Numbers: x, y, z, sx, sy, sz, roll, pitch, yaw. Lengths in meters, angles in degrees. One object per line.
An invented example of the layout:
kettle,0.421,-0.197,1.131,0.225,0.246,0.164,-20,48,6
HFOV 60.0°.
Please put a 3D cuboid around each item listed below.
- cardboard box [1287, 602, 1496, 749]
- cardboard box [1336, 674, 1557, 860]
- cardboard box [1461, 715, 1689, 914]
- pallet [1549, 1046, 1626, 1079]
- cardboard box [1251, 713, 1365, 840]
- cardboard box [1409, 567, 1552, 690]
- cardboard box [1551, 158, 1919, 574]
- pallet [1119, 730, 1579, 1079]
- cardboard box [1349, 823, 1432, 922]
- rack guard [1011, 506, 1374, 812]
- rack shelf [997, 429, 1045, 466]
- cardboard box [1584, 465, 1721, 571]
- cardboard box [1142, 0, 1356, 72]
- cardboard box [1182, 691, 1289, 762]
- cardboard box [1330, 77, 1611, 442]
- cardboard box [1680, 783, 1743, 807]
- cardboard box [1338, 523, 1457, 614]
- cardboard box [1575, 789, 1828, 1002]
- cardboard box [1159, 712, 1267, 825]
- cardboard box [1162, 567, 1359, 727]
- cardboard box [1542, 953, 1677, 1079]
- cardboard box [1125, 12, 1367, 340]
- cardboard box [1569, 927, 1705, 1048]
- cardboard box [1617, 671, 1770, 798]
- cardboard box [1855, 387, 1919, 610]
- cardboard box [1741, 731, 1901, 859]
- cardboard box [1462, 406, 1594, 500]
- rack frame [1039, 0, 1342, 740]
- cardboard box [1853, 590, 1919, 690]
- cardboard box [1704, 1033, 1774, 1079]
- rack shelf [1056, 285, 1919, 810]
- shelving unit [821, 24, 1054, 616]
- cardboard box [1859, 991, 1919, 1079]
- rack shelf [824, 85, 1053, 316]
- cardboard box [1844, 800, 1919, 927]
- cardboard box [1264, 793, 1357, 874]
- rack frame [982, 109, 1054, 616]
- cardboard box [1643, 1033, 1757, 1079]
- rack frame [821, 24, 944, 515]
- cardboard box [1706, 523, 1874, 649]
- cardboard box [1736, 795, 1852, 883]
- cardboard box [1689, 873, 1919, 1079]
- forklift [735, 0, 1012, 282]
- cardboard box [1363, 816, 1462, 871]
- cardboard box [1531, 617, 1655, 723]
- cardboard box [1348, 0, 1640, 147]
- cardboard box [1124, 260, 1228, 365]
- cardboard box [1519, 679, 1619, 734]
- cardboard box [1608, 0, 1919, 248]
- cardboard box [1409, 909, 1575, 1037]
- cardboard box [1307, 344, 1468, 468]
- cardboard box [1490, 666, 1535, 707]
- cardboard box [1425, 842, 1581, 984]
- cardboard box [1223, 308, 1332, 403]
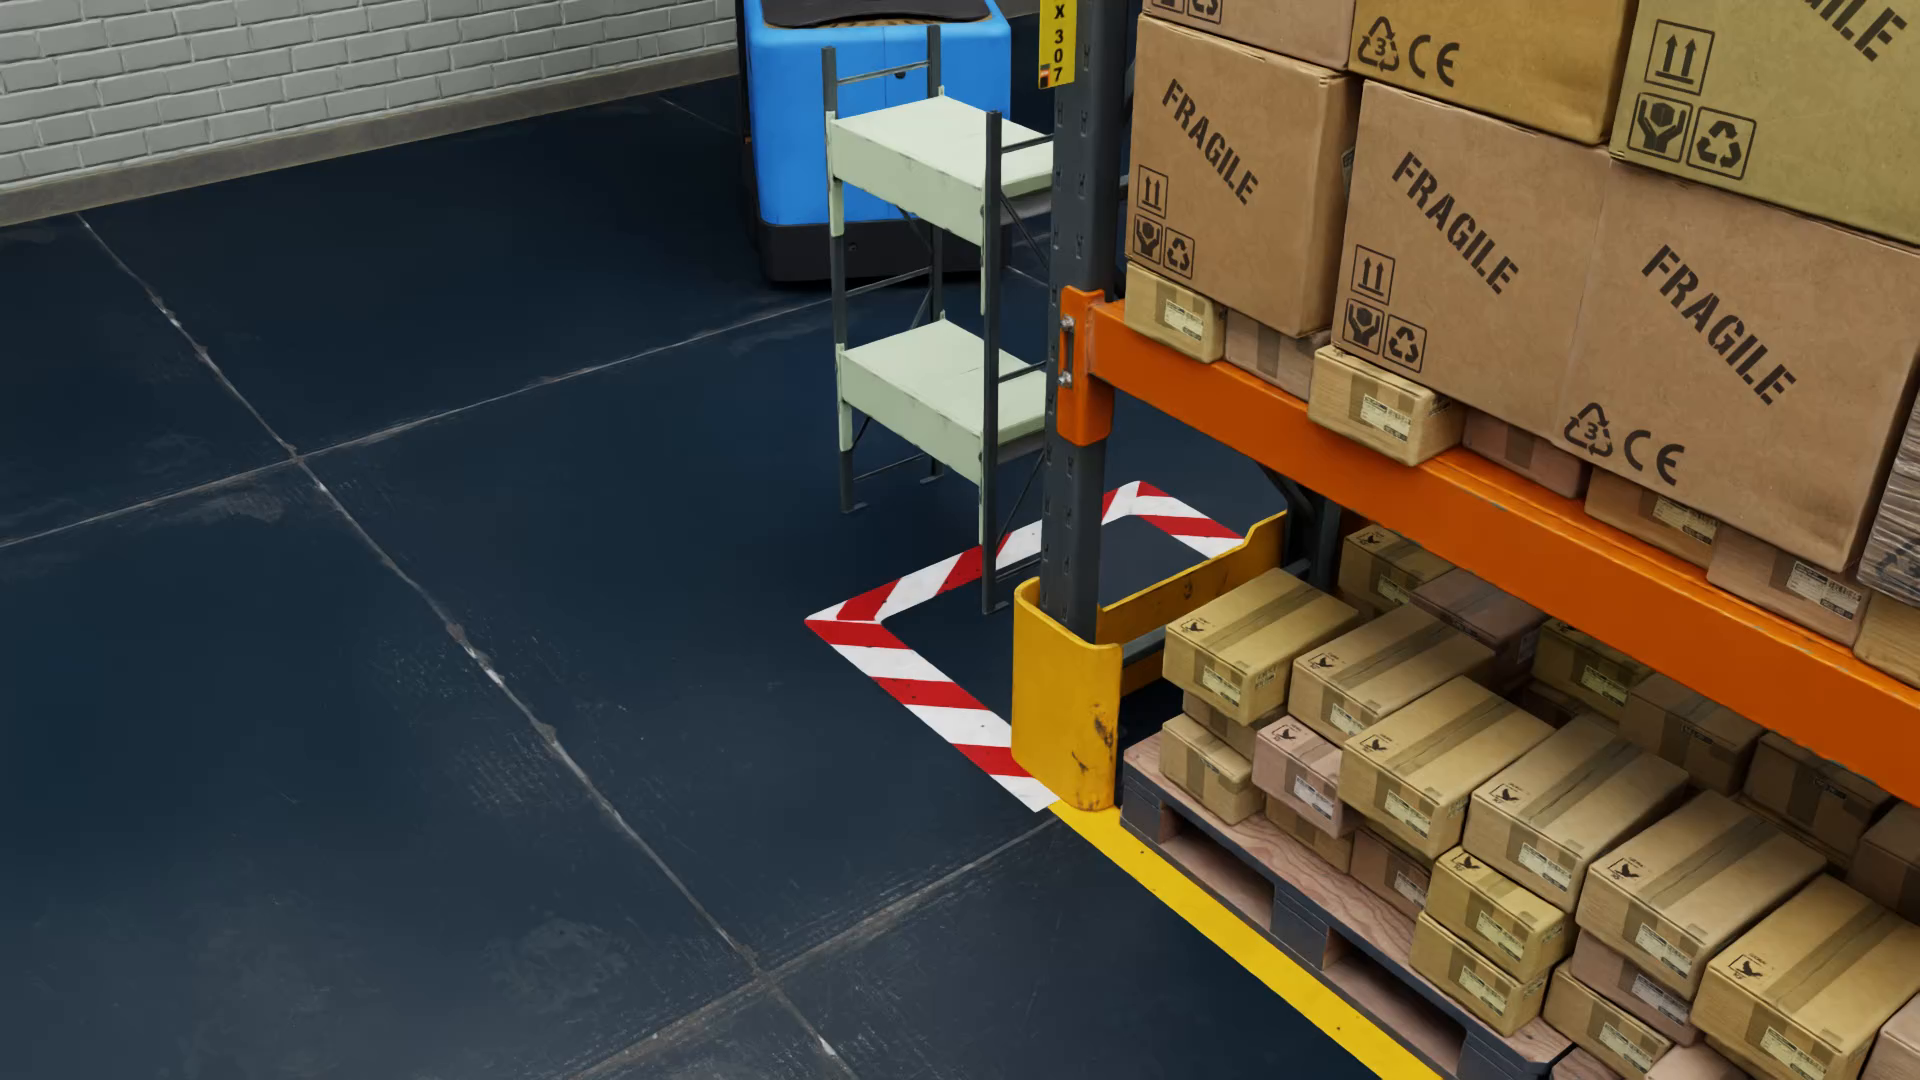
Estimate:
cardboard box,0.944,0.311,3.646,0.380,0.149,0.250,-22,38,-31
cardboard box,0.998,0.458,3.410,0.380,0.149,0.250,-22,38,-32
cardboard box,1.215,0.534,3.287,0.380,0.149,0.250,-24,39,-34
pallet,1.888,1.202,3.115,1.003,0.211,1.213,-22,38,-31
cardboard box,0.869,0.467,3.677,0.380,0.149,0.250,-22,38,-32
cardboard box,1.261,0.169,3.875,0.380,0.149,0.250,-21,38,-30
cardboard box,1.323,-0.342,2.581,0.500,0.500,0.500,-22,38,-31
pallet,1.144,0.693,3.933,1.003,0.211,1.213,-22,38,-31
cardboard box,1.079,0.666,3.639,0.380,0.149,0.250,-22,38,-31
rack guard,0.674,0.221,4.421,1.175,0.500,0.348,-22,38,-31
rack shelf,0.004,-0.418,4.984,0.332,0.071,0.664,-22,38,-31
cardboard box,1.293,-0.118,2.835,0.380,0.149,0.250,-23,38,-32
cardboard box,0.693,-1.193,3.004,0.500,0.500,0.500,-23,38,-32
cardboard box,0.746,0.335,3.890,0.380,0.149,0.250,-21,37,-29
cardboard box,1.033,-0.550,2.916,0.500,0.500,0.500,-22,38,-31
cardboard box,1.580,0.522,3.588,0.380,0.149,0.250,-23,38,-32
cardboard box,1.152,0.046,4.073,0.380,0.149,0.250,-22,38,-31
cardboard box,1.378,0.653,3.096,0.380,0.149,0.250,-21,37,-30
cardboard box,0.696,0.482,3.935,0.380,0.149,0.250,-21,38,-30
cardboard box,0.680,0.235,3.768,0.380,0.149,0.250,-24,39,-33
cardboard box,1.380,0.883,3.289,0.380,0.149,0.250,-22,38,-31
cardboard box,0.684,-0.765,3.262,0.500,0.500,0.500,-20,37,-29
cardboard box,1.399,0.763,3.201,0.380,0.149,0.250,-24,39,-34
cardboard box,1.629,0.364,3.561,0.380,0.149,0.250,-24,39,-33
cardboard box,1.641,-0.132,2.242,0.500,0.500,0.500,-23,39,-33
cardboard box,1.837,0.458,3.409,0.380,0.149,0.250,-21,37,-30
cardboard box,1.146,-0.239,3.030,0.380,0.149,0.250,-20,37,-29
rack frame,0.627,-0.873,3.812,1.000,3.000,0.127,-22,38,-31
cardboard box,1.564,0.109,2.470,0.380,0.149,0.250,-21,37,-30
cardboard box,1.598,0.862,3.041,0.380,0.149,0.250,-20,37,-29
rack shelf,1.854,0.266,2.660,1.077,0.370,4.000,-22,38,-31
shelving unit,0.004,-0.634,4.850,0.431,1.500,0.755,-22,38,-31
cardboard box,1.733,0.851,2.776,0.380,0.149,0.250,-22,38,-31
rack shelf,0.004,-0.966,4.644,0.431,0.370,0.720,-22,38,-31
cardboard box,1.911,0.604,3.175,0.380,0.149,0.250,-24,39,-33
cardboard box,0.921,0.564,3.802,0.380,0.149,0.250,-22,38,-32
rack frame,0.229,-0.482,4.604,0.400,1.500,0.023,-22,38,-31
cardboard box,1.465,1.015,3.077,0.380,0.149,0.250,-24,39,-34
rack frame,-0.220,-0.787,5.095,0.400,1.500,0.023,-22,38,-31
cardboard box,1.422,-0.006,2.655,0.380,0.149,0.250,-23,39,-32
cardboard box,1.824,0.589,3.481,0.380,0.149,0.250,-22,38,-31
cardboard box,1.503,0.777,2.895,0.380,0.149,0.250,-22,38,-31
forklift,-0.508,-3.039,7.425,1.129,2.867,3.031,-4,32,-7
cardboard box,1.089,0.541,3.559,0.380,0.149,0.250,-22,38,-31
cardboard box,1.520,0.236,3.767,0.380,0.149,0.250,-23,39,-32
cardboard box,1.007,-0.985,2.669,0.500,0.500,0.500,-21,38,-30
cardboard box,0.567,-0.525,3.490,0.380,0.149,0.250,-23,38,-32
cardboard box,1.496,0.377,3.822,0.380,0.149,0.250,-24,39,-33
cardboard box,1.309,-0.761,2.308,0.500,0.500,0.500,-23,39,-32
cardboard box,1.149,0.808,3.411,0.380,0.149,0.250,-22,38,-31
cardboard box,0.878,-0.303,3.133,0.380,0.149,0.250,-23,39,-33
cardboard box,1.294,0.287,3.966,0.380,0.149,0.250,-23,39,-32
cardboard box,1.161,0.683,3.330,0.380,0.149,0.250,-21,38,-30
cardboard box,0.756,-0.432,3.341,0.380,0.149,0.250,-21,37,-30
